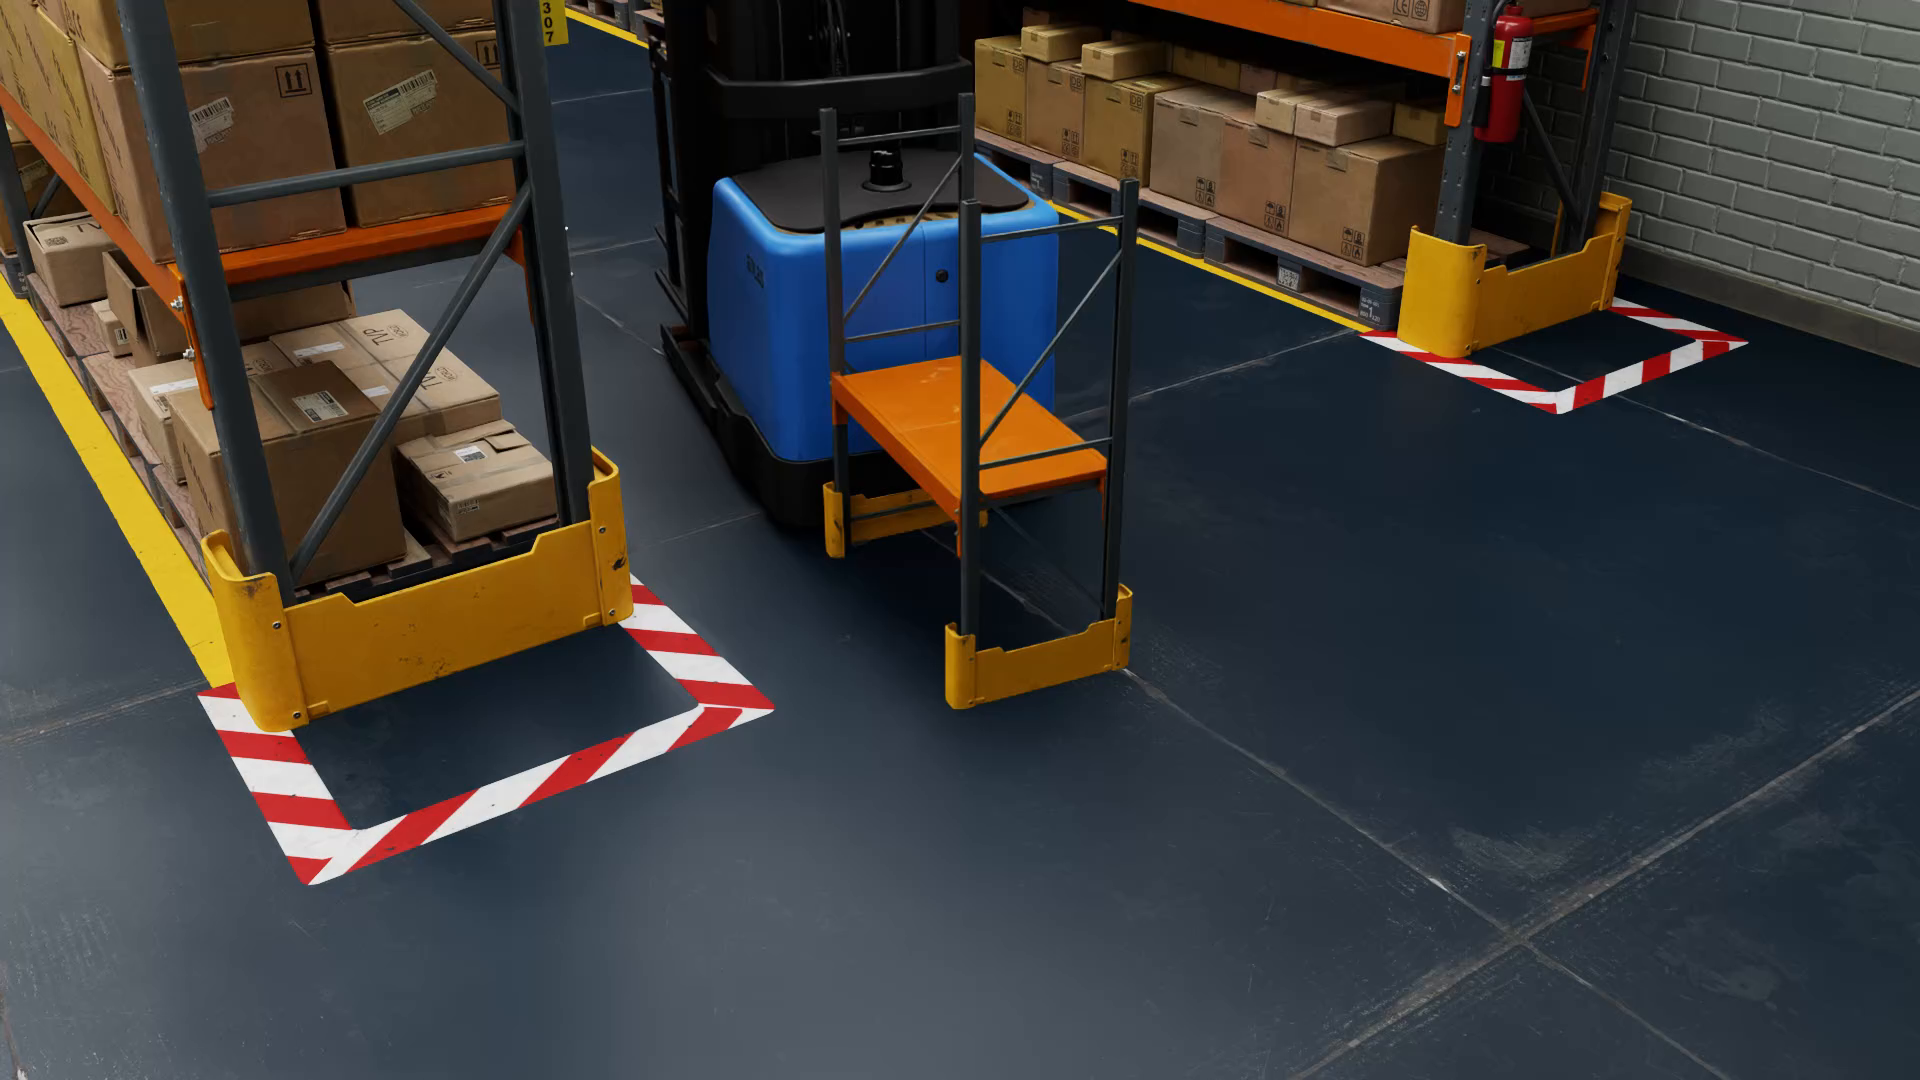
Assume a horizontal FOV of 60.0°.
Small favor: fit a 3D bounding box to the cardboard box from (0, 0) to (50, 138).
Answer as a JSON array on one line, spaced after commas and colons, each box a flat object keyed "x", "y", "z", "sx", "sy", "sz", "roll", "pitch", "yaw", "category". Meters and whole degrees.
[{"x": -2.914, "y": -1.690, "z": 5.615, "sx": 0.500, "sy": 0.500, "sz": 0.500, "roll": -19, "pitch": 34, "yaw": -31, "category": "cardboard box"}]

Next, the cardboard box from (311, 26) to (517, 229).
[{"x": -1.594, "y": -1.245, "z": 4.794, "sx": 0.500, "sy": 0.500, "sz": 0.500, "roll": -18, "pitch": 33, "yaw": -30, "category": "cardboard box"}]

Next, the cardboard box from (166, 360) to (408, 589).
[{"x": -2.067, "y": -0.194, "z": 5.122, "sx": 0.500, "sy": 0.500, "sz": 0.500, "roll": -19, "pitch": 34, "yaw": -31, "category": "cardboard box"}]

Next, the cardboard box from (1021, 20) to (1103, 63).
[{"x": 0.562, "y": -2.752, "z": 9.173, "sx": 0.380, "sy": 0.149, "sz": 0.250, "roll": -18, "pitch": 33, "yaw": -29, "category": "cardboard box"}]

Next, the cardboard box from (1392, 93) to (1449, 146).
[{"x": 2.230, "y": -1.951, "z": 7.698, "sx": 0.380, "sy": 0.149, "sz": 0.250, "roll": -19, "pitch": 34, "yaw": -30, "category": "cardboard box"}]

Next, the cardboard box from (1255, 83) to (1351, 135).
[{"x": 1.623, "y": -2.042, "z": 7.867, "sx": 0.380, "sy": 0.149, "sz": 0.250, "roll": -18, "pitch": 33, "yaw": -29, "category": "cardboard box"}]

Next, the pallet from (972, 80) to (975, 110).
[{"x": -0.347, "y": -2.937, "z": 10.937, "sx": 1.003, "sy": 0.211, "sz": 1.213, "roll": -19, "pitch": 34, "yaw": -31, "category": "pallet"}]

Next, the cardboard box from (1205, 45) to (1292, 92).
[{"x": 1.493, "y": -2.443, "z": 8.605, "sx": 0.380, "sy": 0.149, "sz": 0.250, "roll": -18, "pitch": 33, "yaw": -30, "category": "cardboard box"}]

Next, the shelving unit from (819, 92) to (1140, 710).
[{"x": 0.027, "y": -0.452, "z": 5.011, "sx": 0.587, "sy": 1.500, "sz": 1.083, "roll": -12, "pitch": 31, "yaw": -22, "category": "shelving unit"}]

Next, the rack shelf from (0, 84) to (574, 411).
[{"x": -2.711, "y": -1.417, "z": 5.970, "sx": 1.077, "sy": 0.370, "sz": 4.000, "roll": -19, "pitch": 34, "yaw": -31, "category": "rack shelf"}]

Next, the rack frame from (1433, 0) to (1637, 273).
[{"x": 2.482, "y": -2.328, "z": 6.894, "sx": 1.000, "sy": 3.000, "sz": 0.127, "roll": -19, "pitch": 34, "yaw": -31, "category": "rack frame"}]

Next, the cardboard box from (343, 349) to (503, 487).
[{"x": -1.926, "y": -0.425, "z": 5.809, "sx": 0.500, "sy": 0.250, "sz": 0.500, "roll": -19, "pitch": 34, "yaw": -31, "category": "cardboard box"}]

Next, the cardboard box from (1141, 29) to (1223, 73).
[{"x": 1.196, "y": -2.642, "z": 8.971, "sx": 0.380, "sy": 0.149, "sz": 0.250, "roll": -18, "pitch": 33, "yaw": -30, "category": "cardboard box"}]

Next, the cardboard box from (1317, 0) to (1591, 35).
[{"x": 2.178, "y": -2.656, "z": 7.182, "sx": 0.980, "sy": 0.700, "sz": 0.700, "roll": -17, "pitch": 33, "yaw": -28, "category": "cardboard box"}]

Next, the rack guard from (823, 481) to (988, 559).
[{"x": -0.180, "y": -0.119, "z": 5.707, "sx": 0.587, "sy": 0.250, "sz": 0.087, "roll": -12, "pitch": 31, "yaw": -22, "category": "rack guard"}]

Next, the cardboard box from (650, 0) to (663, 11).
[{"x": -1.839, "y": -4.356, "z": 12.440, "sx": 0.750, "sy": 0.750, "sz": 0.750, "roll": -19, "pitch": 34, "yaw": -31, "category": "cardboard box"}]

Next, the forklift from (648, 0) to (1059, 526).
[{"x": -0.641, "y": -2.021, "z": 6.400, "sx": 1.130, "sy": 2.935, "sz": 3.031, "roll": -10, "pitch": 30, "yaw": -18, "category": "forklift"}]

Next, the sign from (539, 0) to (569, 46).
[{"x": -1.109, "y": -1.486, "z": 4.436, "sx": 0.100, "sy": 0.325, "sz": 0.005, "roll": -19, "pitch": 34, "yaw": -31, "category": "sign"}]

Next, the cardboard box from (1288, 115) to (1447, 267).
[{"x": 1.994, "y": -1.659, "z": 7.840, "sx": 0.700, "sy": 0.500, "sz": 0.500, "roll": -19, "pitch": 34, "yaw": -31, "category": "cardboard box"}]

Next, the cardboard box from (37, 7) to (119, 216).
[{"x": -2.336, "y": -1.299, "z": 4.894, "sx": 0.500, "sy": 0.500, "sz": 0.500, "roll": -18, "pitch": 34, "yaw": -30, "category": "cardboard box"}]

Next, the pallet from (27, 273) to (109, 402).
[{"x": -3.474, "y": -1.018, "z": 7.403, "sx": 1.003, "sy": 0.211, "sz": 1.213, "roll": -19, "pitch": 34, "yaw": -31, "category": "pallet"}]

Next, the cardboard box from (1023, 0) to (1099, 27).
[{"x": 0.590, "y": -3.047, "z": 9.716, "sx": 0.380, "sy": 0.149, "sz": 0.250, "roll": -19, "pitch": 34, "yaw": -31, "category": "cardboard box"}]

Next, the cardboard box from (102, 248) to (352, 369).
[{"x": -2.777, "y": -0.878, "z": 6.378, "sx": 0.797, "sy": 0.503, "sz": 0.637, "roll": -19, "pitch": 34, "yaw": -31, "category": "cardboard box"}]

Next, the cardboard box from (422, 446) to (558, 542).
[{"x": -1.514, "y": -0.154, "z": 5.417, "sx": 0.380, "sy": 0.149, "sz": 0.250, "roll": -19, "pitch": 34, "yaw": -31, "category": "cardboard box"}]

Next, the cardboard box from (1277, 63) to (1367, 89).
[{"x": 1.790, "y": -2.245, "z": 8.240, "sx": 0.380, "sy": 0.149, "sz": 0.250, "roll": -18, "pitch": 34, "yaw": -30, "category": "cardboard box"}]

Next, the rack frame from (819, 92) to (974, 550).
[{"x": -0.188, "y": -0.676, "z": 5.424, "sx": 0.500, "sy": 1.500, "sz": 0.032, "roll": -12, "pitch": 31, "yaw": -22, "category": "rack frame"}]

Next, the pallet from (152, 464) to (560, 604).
[{"x": -2.058, "y": -0.069, "z": 5.656, "sx": 1.003, "sy": 0.211, "sz": 1.213, "roll": -19, "pitch": 34, "yaw": -31, "category": "pallet"}]

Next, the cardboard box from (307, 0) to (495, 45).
[{"x": -1.594, "y": -1.684, "z": 4.556, "sx": 0.500, "sy": 0.500, "sz": 0.500, "roll": -18, "pitch": 33, "yaw": -29, "category": "cardboard box"}]

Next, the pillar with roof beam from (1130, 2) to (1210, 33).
[{"x": -2.235, "y": -5.295, "z": 6.071, "sx": 9.100, "sy": 9.000, "sz": 0.400, "roll": -19, "pitch": 34, "yaw": -31, "category": "pillar with roof beam"}]

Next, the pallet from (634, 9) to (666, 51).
[{"x": -1.763, "y": -3.886, "z": 12.683, "sx": 1.003, "sy": 0.211, "sz": 1.213, "roll": -19, "pitch": 34, "yaw": -31, "category": "pallet"}]

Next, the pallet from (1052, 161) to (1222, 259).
[{"x": 1.251, "y": -1.866, "z": 8.965, "sx": 1.003, "sy": 0.211, "sz": 1.213, "roll": -19, "pitch": 34, "yaw": -31, "category": "pallet"}]

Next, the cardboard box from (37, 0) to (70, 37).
[{"x": -2.327, "y": -1.732, "z": 4.643, "sx": 0.500, "sy": 0.500, "sz": 0.500, "roll": -18, "pitch": 33, "yaw": -29, "category": "cardboard box"}]

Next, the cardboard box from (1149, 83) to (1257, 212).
[{"x": 1.412, "y": -2.049, "z": 8.558, "sx": 0.700, "sy": 0.500, "sz": 0.500, "roll": -20, "pitch": 34, "yaw": -32, "category": "cardboard box"}]

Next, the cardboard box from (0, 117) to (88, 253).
[{"x": -4.391, "y": -1.718, "z": 7.928, "sx": 0.500, "sy": 0.500, "sz": 0.500, "roll": -19, "pitch": 34, "yaw": -31, "category": "cardboard box"}]

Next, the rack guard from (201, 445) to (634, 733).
[{"x": -1.595, "y": 0.113, "z": 5.017, "sx": 1.175, "sy": 0.500, "sz": 0.348, "roll": -19, "pitch": 34, "yaw": -31, "category": "rack guard"}]

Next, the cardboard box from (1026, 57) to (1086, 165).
[{"x": 0.801, "y": -2.454, "z": 9.305, "sx": 0.700, "sy": 0.500, "sz": 0.500, "roll": -19, "pitch": 34, "yaw": -31, "category": "cardboard box"}]

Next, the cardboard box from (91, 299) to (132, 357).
[{"x": -3.294, "y": -0.902, "z": 6.776, "sx": 0.380, "sy": 0.166, "sz": 0.250, "roll": -19, "pitch": 34, "yaw": -31, "category": "cardboard box"}]

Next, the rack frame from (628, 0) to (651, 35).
[{"x": -2.159, "y": -5.438, "z": 12.621, "sx": 1.000, "sy": 3.000, "sz": 0.127, "roll": -19, "pitch": 34, "yaw": -31, "category": "rack frame"}]
